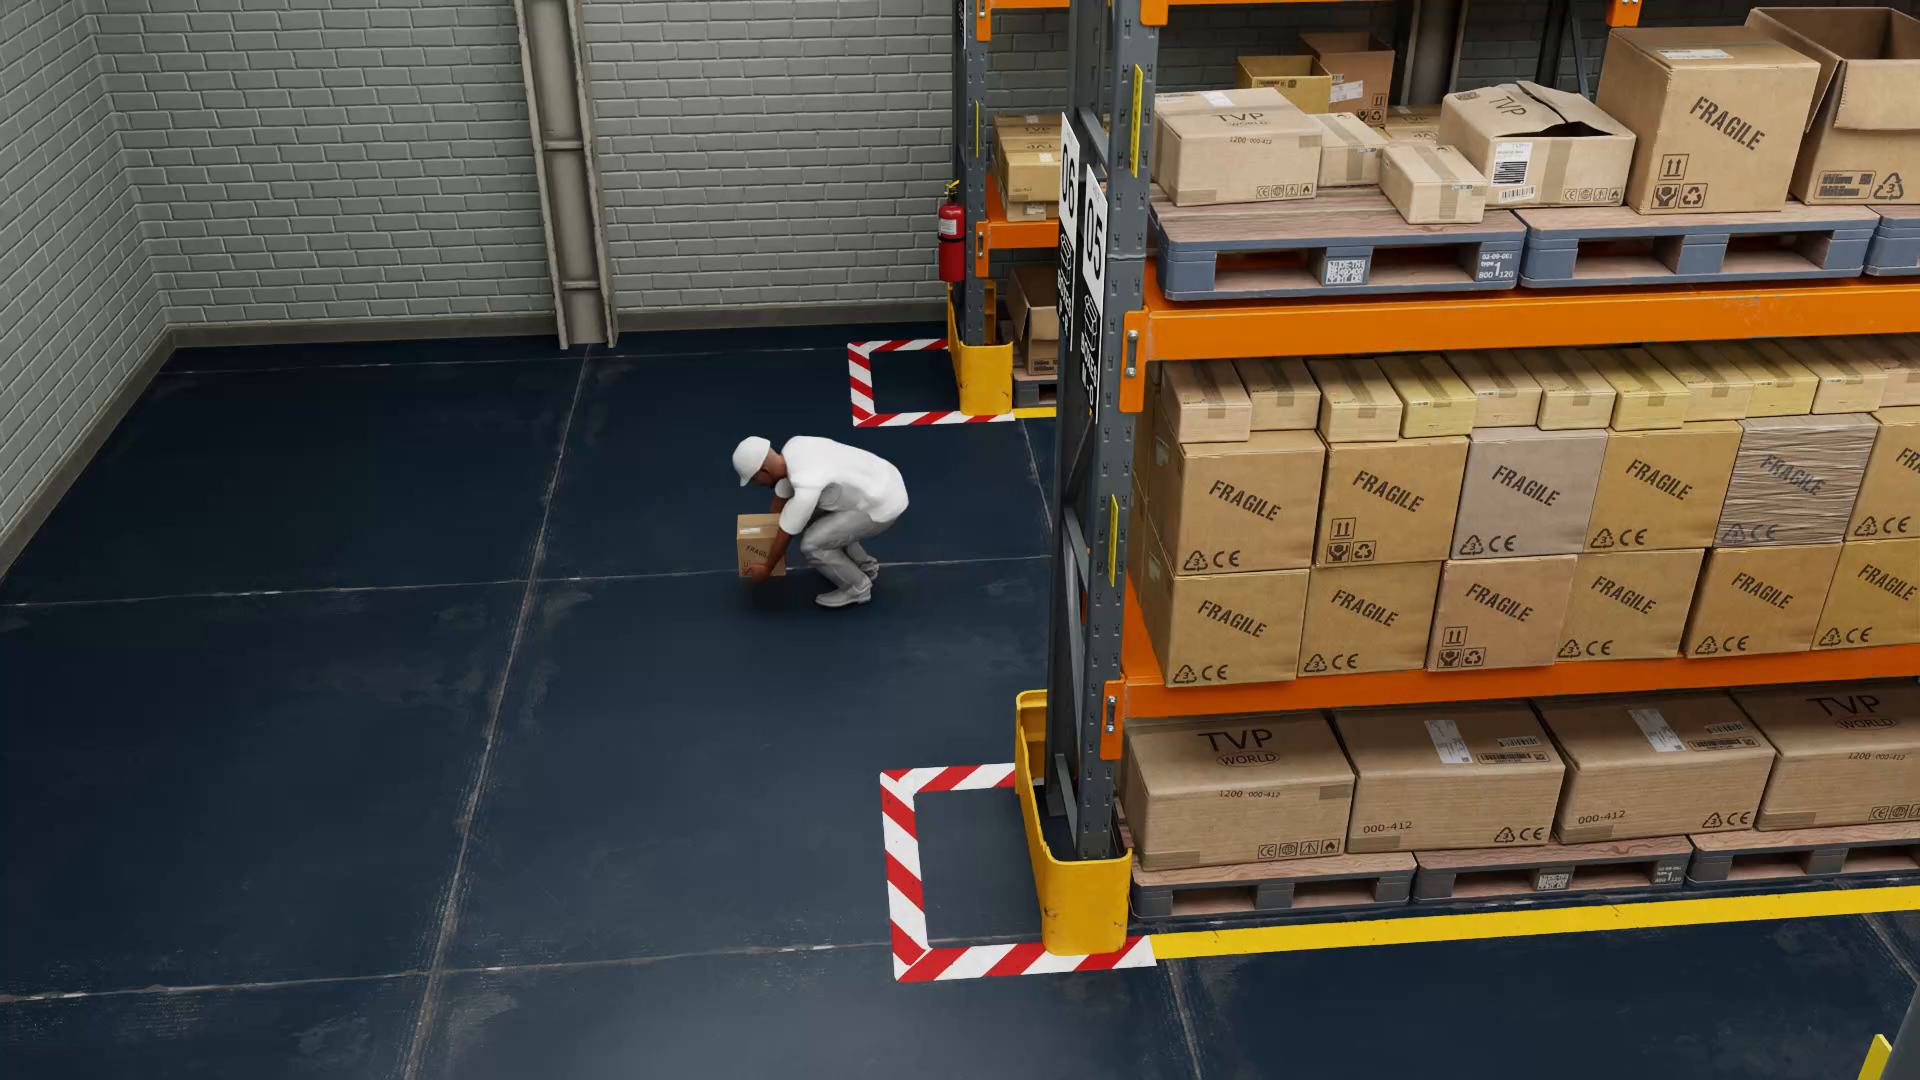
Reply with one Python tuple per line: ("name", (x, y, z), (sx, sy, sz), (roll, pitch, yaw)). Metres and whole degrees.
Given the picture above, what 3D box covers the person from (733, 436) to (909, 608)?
("person", (-0.737, -0.129, 8.973), (0.919, 1.008, 0.532), (-4, 31, -6))
